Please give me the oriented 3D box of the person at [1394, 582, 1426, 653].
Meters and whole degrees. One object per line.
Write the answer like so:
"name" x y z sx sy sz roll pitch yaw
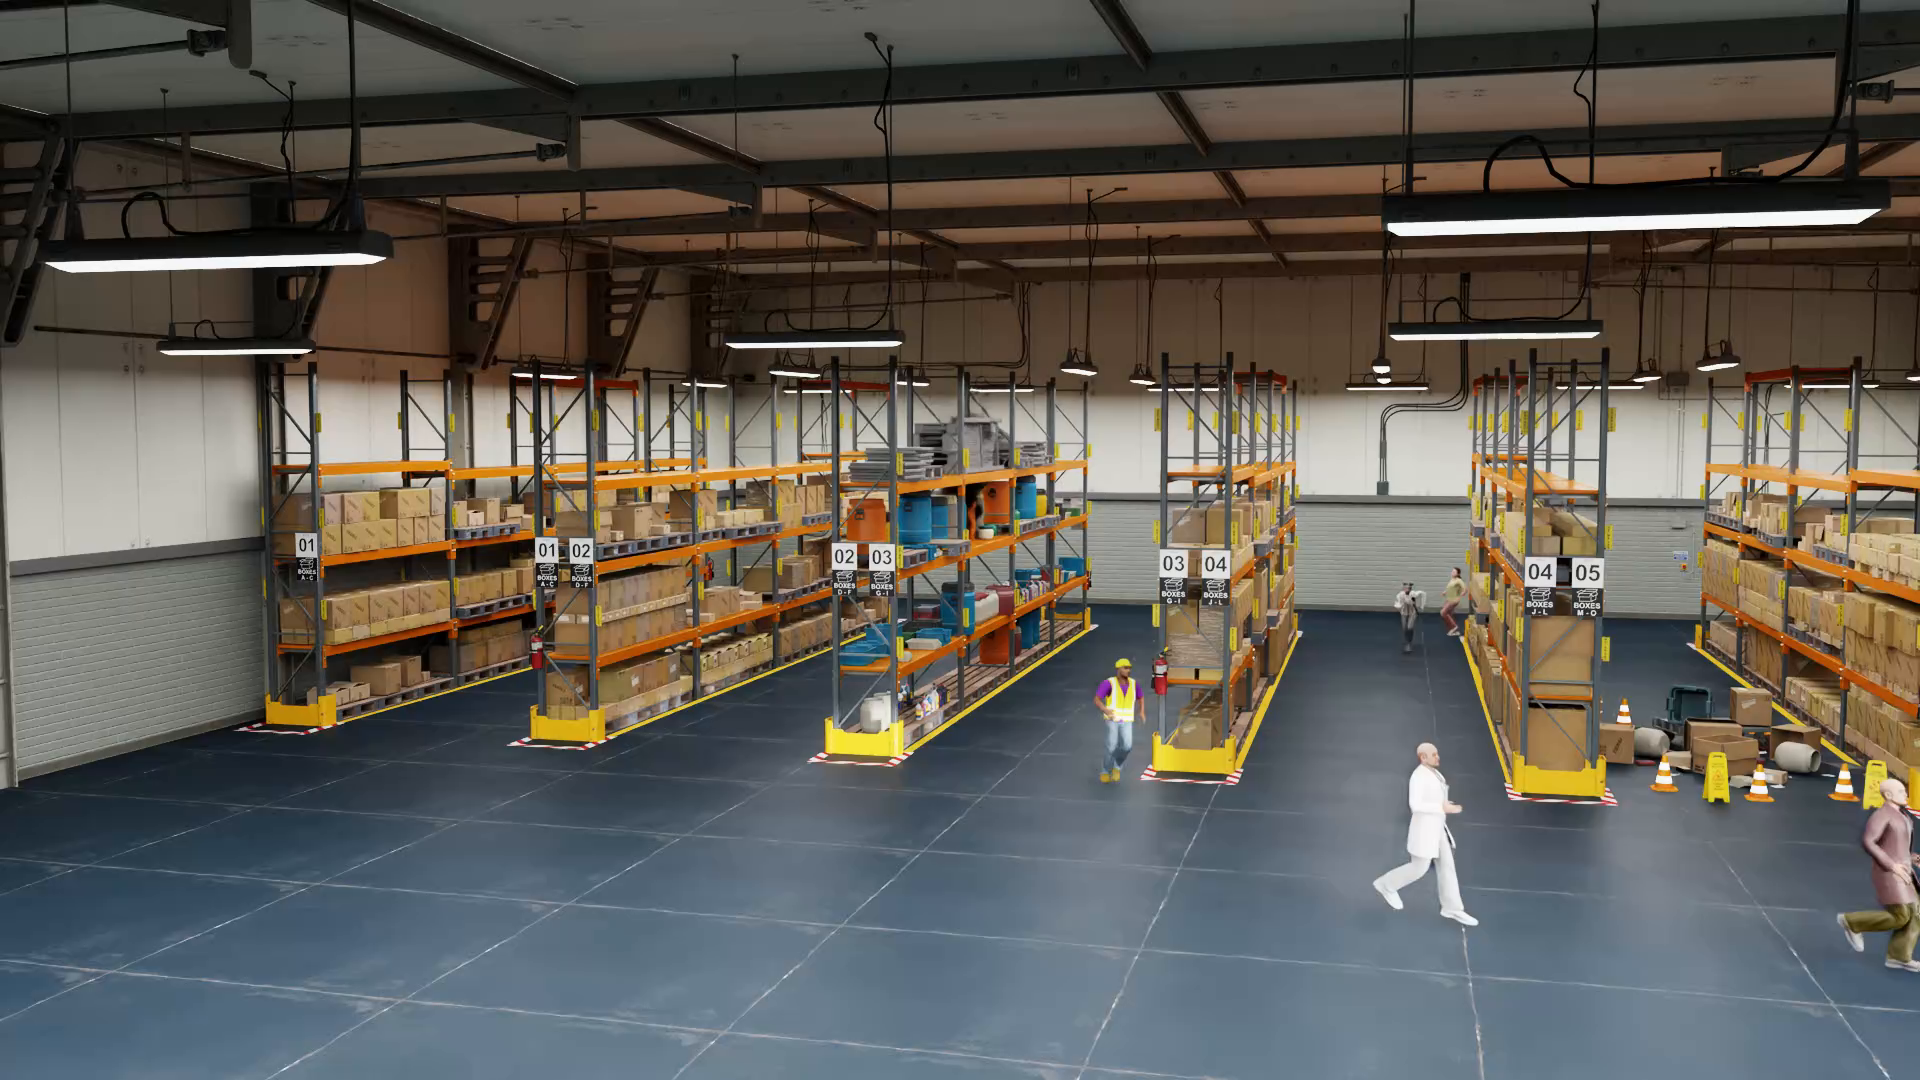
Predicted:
"person" 9.820 1.675 36.323 0.612 1.573 0.923 2 4 22

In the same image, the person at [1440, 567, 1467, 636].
"person" 11.528 1.446 38.969 0.568 1.629 0.650 -1 4 -7

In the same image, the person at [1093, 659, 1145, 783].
"person" 2.239 2.511 23.103 0.779 1.724 0.564 -1 4 -12

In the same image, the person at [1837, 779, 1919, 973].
"person" 8.548 3.058 15.256 0.723 1.736 0.711 -4 6 -44

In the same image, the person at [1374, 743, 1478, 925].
"person" 4.681 2.963 16.692 1.049 1.695 0.710 3 5 38
